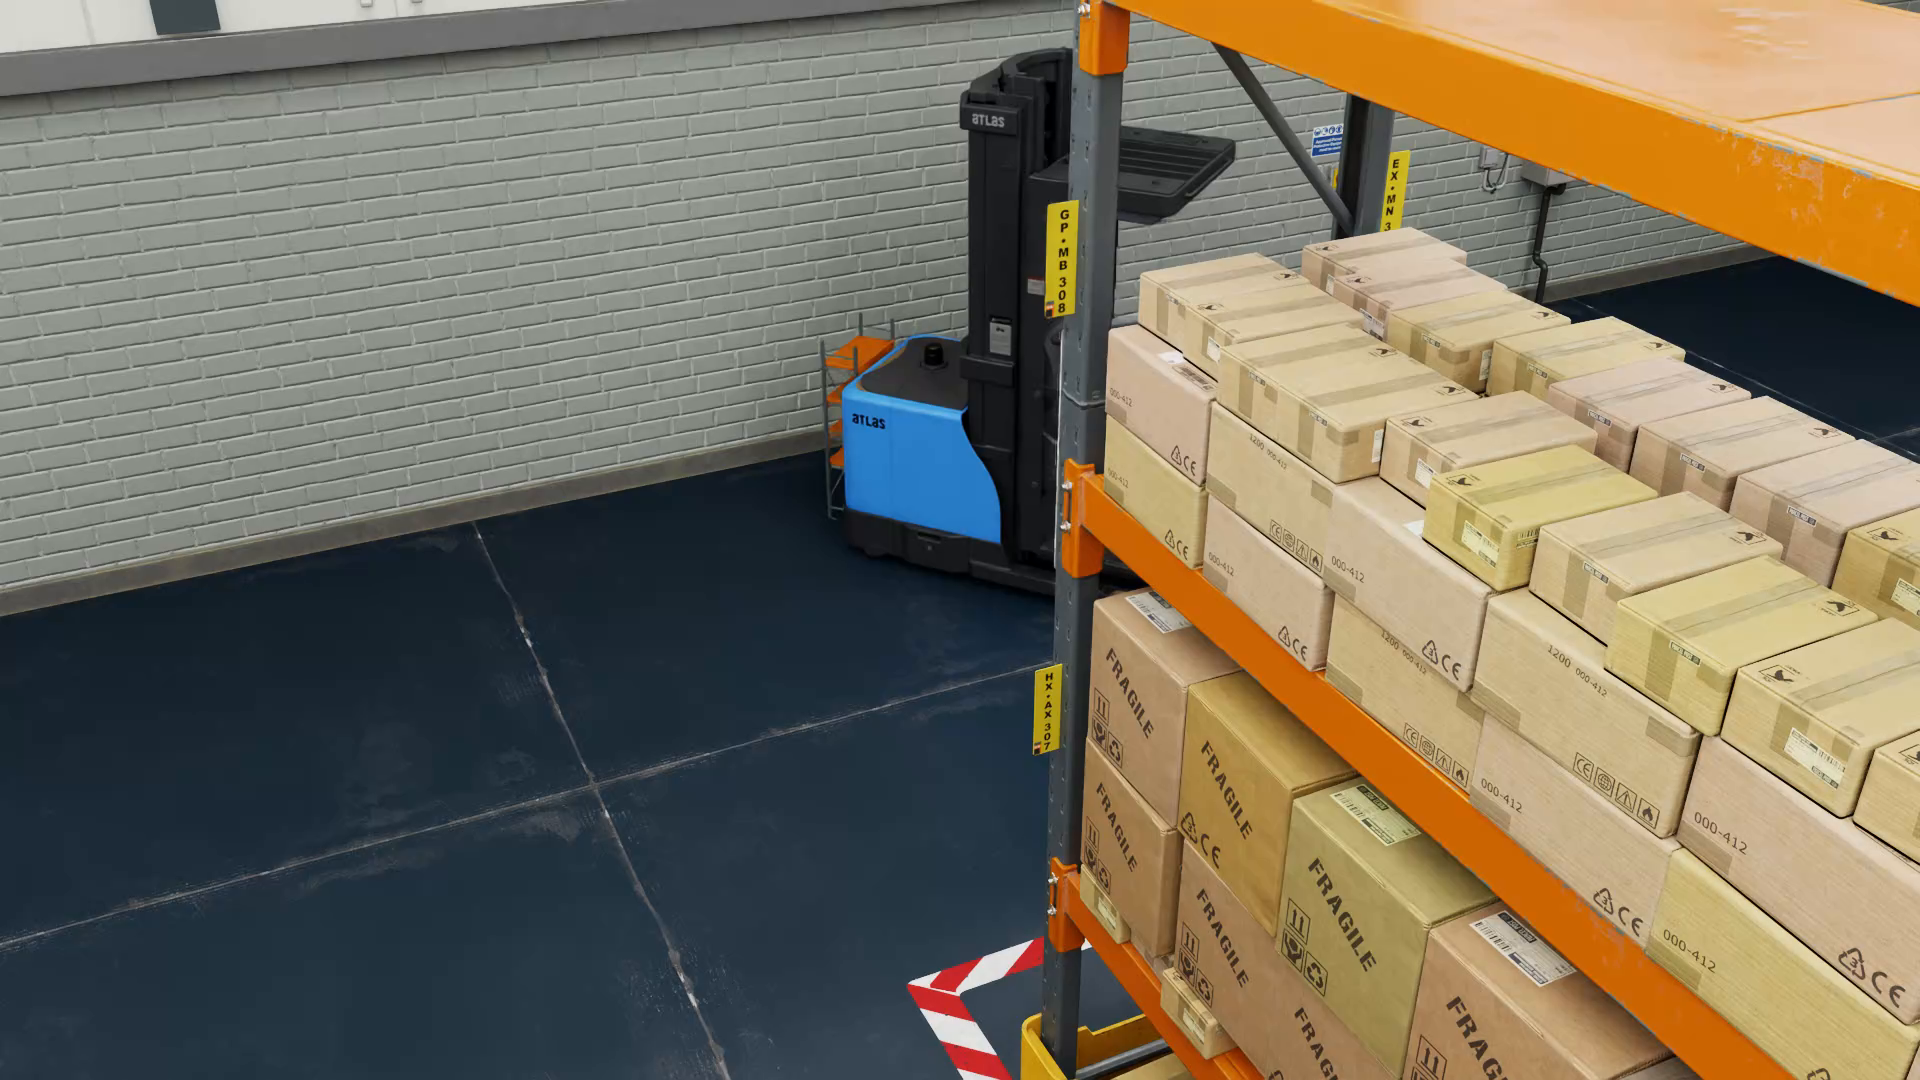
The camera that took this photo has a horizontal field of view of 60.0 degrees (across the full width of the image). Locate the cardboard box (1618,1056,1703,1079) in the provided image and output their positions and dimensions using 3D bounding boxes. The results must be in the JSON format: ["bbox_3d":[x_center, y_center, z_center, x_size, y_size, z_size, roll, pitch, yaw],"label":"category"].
[{"bbox_3d":[1.609,1.356,3.309,0.500,0.500,0.500,-12,32,-21],"label":"cardboard box"}]

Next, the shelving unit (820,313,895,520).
[{"bbox_3d":[-0.616,-0.747,10.328,0.258,1.200,0.503,13,32,21],"label":"shelving unit"}]

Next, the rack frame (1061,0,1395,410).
[{"bbox_3d":[0.772,-1.811,4.251,1.000,3.000,0.127,-13,32,-22],"label":"rack frame"}]

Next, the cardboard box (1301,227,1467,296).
[{"bbox_3d":[1.180,-0.744,4.650,0.380,0.149,0.250,-13,32,-22],"label":"cardboard box"}]

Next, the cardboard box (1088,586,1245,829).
[{"bbox_3d":[0.725,0.451,4.924,0.500,0.500,0.500,-13,32,-22],"label":"cardboard box"}]

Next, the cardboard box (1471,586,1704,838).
[{"bbox_3d":[1.375,0.273,3.245,0.500,0.250,0.500,-14,32,-24],"label":"cardboard box"}]

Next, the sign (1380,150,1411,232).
[{"bbox_3d":[1.282,-0.996,4.961,0.100,0.325,0.005,-13,32,-22],"label":"sign"}]

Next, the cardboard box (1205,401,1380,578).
[{"bbox_3d":[0.951,-0.176,4.046,0.500,0.250,0.500,-13,32,-23],"label":"cardboard box"}]

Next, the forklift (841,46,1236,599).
[{"bbox_3d":[0.856,-1.119,9.222,3.031,2.935,1.130,13,32,22],"label":"forklift"}]

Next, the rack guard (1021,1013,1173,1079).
[{"bbox_3d":[0.805,1.930,6.270,1.175,0.500,0.348,-13,32,-22],"label":"rack guard"}]

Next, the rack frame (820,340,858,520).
[{"bbox_3d":[-0.718,-0.638,10.135,0.240,1.200,0.015,13,32,21],"label":"rack frame"}]

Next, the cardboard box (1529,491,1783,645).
[{"bbox_3d":[1.345,0.054,3.227,0.380,0.149,0.250,-12,31,-20],"label":"cardboard box"}]

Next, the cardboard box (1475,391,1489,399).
[{"bbox_3d":[1.420,-0.279,4.230,0.500,0.250,0.500,-14,32,-23],"label":"cardboard box"}]

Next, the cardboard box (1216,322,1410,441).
[{"bbox_3d":[0.849,-0.386,4.013,0.380,0.149,0.250,-13,32,-22],"label":"cardboard box"}]

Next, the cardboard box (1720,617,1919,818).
[{"bbox_3d":[1.529,0.291,2.804,0.380,0.149,0.250,-13,32,-22],"label":"cardboard box"}]

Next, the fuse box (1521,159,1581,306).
[{"bbox_3d":[4.717,-2.579,13.072,0.539,1.711,0.414,-13,32,-22],"label":"fuse box"}]

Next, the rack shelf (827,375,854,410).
[{"bbox_3d":[-0.616,-0.883,10.252,0.258,0.148,0.480,13,32,21],"label":"rack shelf"}]

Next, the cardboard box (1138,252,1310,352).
[{"bbox_3d":[0.705,-0.638,4.461,0.380,0.149,0.250,-13,32,-22],"label":"cardboard box"}]

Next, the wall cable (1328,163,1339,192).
[{"bbox_3d":[2.757,-3.221,11.829,0.585,1.953,0.123,-13,32,-22],"label":"wall cable"}]

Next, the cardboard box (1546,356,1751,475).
[{"bbox_3d":[1.574,-0.283,3.828,0.380,0.149,0.250,-14,32,-23],"label":"cardboard box"}]

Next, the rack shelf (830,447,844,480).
[{"bbox_3d":[-0.616,-0.515,10.458,0.258,0.148,0.480,13,32,21],"label":"rack shelf"}]

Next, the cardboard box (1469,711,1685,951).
[{"bbox_3d":[1.401,0.504,3.344,0.500,0.250,0.500,-13,32,-22],"label":"cardboard box"}]

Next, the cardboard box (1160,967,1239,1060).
[{"bbox_3d":[0.829,1.361,4.985,0.380,0.149,0.250,-14,32,-23],"label":"cardboard box"}]

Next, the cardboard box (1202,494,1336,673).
[{"bbox_3d":[0.956,0.049,4.156,0.500,0.250,0.500,-12,31,-20],"label":"cardboard box"}]

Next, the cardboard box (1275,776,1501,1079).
[{"bbox_3d":[1.150,0.907,4.111,0.500,0.500,0.500,-14,32,-23],"label":"cardboard box"}]

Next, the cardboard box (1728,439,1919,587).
[{"bbox_3d":[1.821,-0.059,3.430,0.380,0.149,0.250,-14,32,-23],"label":"cardboard box"}]

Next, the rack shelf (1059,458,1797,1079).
[{"bbox_3d":[1.631,0.695,3.586,1.077,0.370,4.000,-13,32,-22],"label":"rack shelf"}]

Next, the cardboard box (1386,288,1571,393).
[{"bbox_3d":[1.308,-0.501,4.217,0.380,0.149,0.250,-14,32,-23],"label":"cardboard box"}]

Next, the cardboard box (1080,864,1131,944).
[{"bbox_3d":[0.615,1.127,5.402,0.380,0.149,0.250,-13,32,-22],"label":"cardboard box"}]

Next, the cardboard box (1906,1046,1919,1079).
[{"bbox_3d":[1.831,0.947,2.554,0.500,0.250,0.500,-13,32,-22],"label":"cardboard box"}]

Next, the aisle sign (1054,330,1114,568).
[{"bbox_3d":[0.470,-0.297,5.028,0.394,0.787,0.004,-13,32,-22],"label":"aisle sign"}]

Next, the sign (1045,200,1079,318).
[{"bbox_3d":[0.282,-0.770,4.568,0.100,0.325,0.005,-13,32,-22],"label":"sign"}]

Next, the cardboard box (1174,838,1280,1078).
[{"bbox_3d":[0.968,1.120,4.752,0.500,0.500,0.500,-13,32,-22],"label":"cardboard box"}]

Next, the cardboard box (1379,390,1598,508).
[{"bbox_3d":[1.159,-0.187,3.658,0.380,0.149,0.250,-12,31,-21],"label":"cardboard box"}]
